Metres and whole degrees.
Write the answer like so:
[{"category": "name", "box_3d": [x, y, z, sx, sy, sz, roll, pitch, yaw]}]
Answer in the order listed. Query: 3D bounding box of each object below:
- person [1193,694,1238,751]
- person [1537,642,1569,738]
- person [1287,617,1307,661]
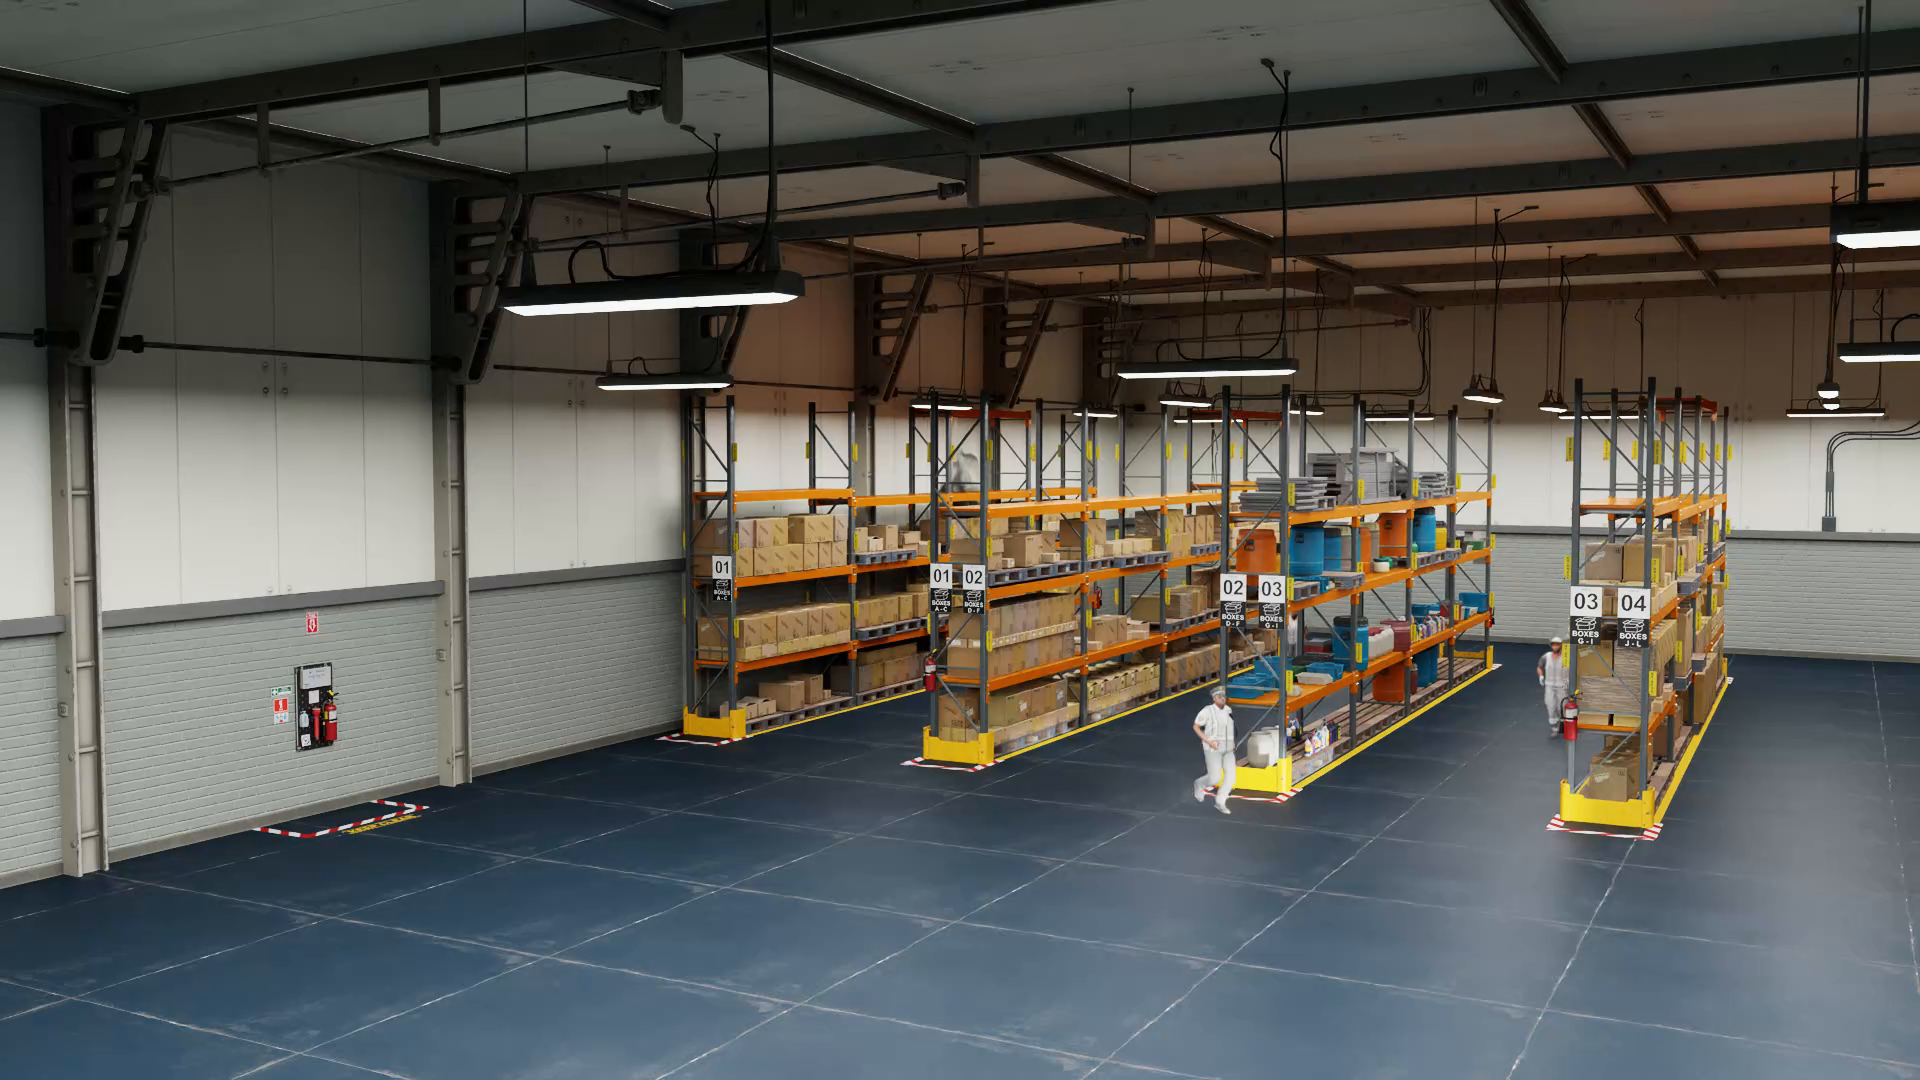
[{"category": "person", "box_3d": [3.623, 2.519, 23.255, 0.672, 0.836, 0.396, -2, 3, -29]}, {"category": "person", "box_3d": [10.511, 2.607, 29.338, 0.666, 1.702, 0.586, 2, 3, 30]}, {"category": "person", "box_3d": [7.291, 2.337, 36.269, 0.519, 1.345, 0.709, 1, 3, 16]}]
